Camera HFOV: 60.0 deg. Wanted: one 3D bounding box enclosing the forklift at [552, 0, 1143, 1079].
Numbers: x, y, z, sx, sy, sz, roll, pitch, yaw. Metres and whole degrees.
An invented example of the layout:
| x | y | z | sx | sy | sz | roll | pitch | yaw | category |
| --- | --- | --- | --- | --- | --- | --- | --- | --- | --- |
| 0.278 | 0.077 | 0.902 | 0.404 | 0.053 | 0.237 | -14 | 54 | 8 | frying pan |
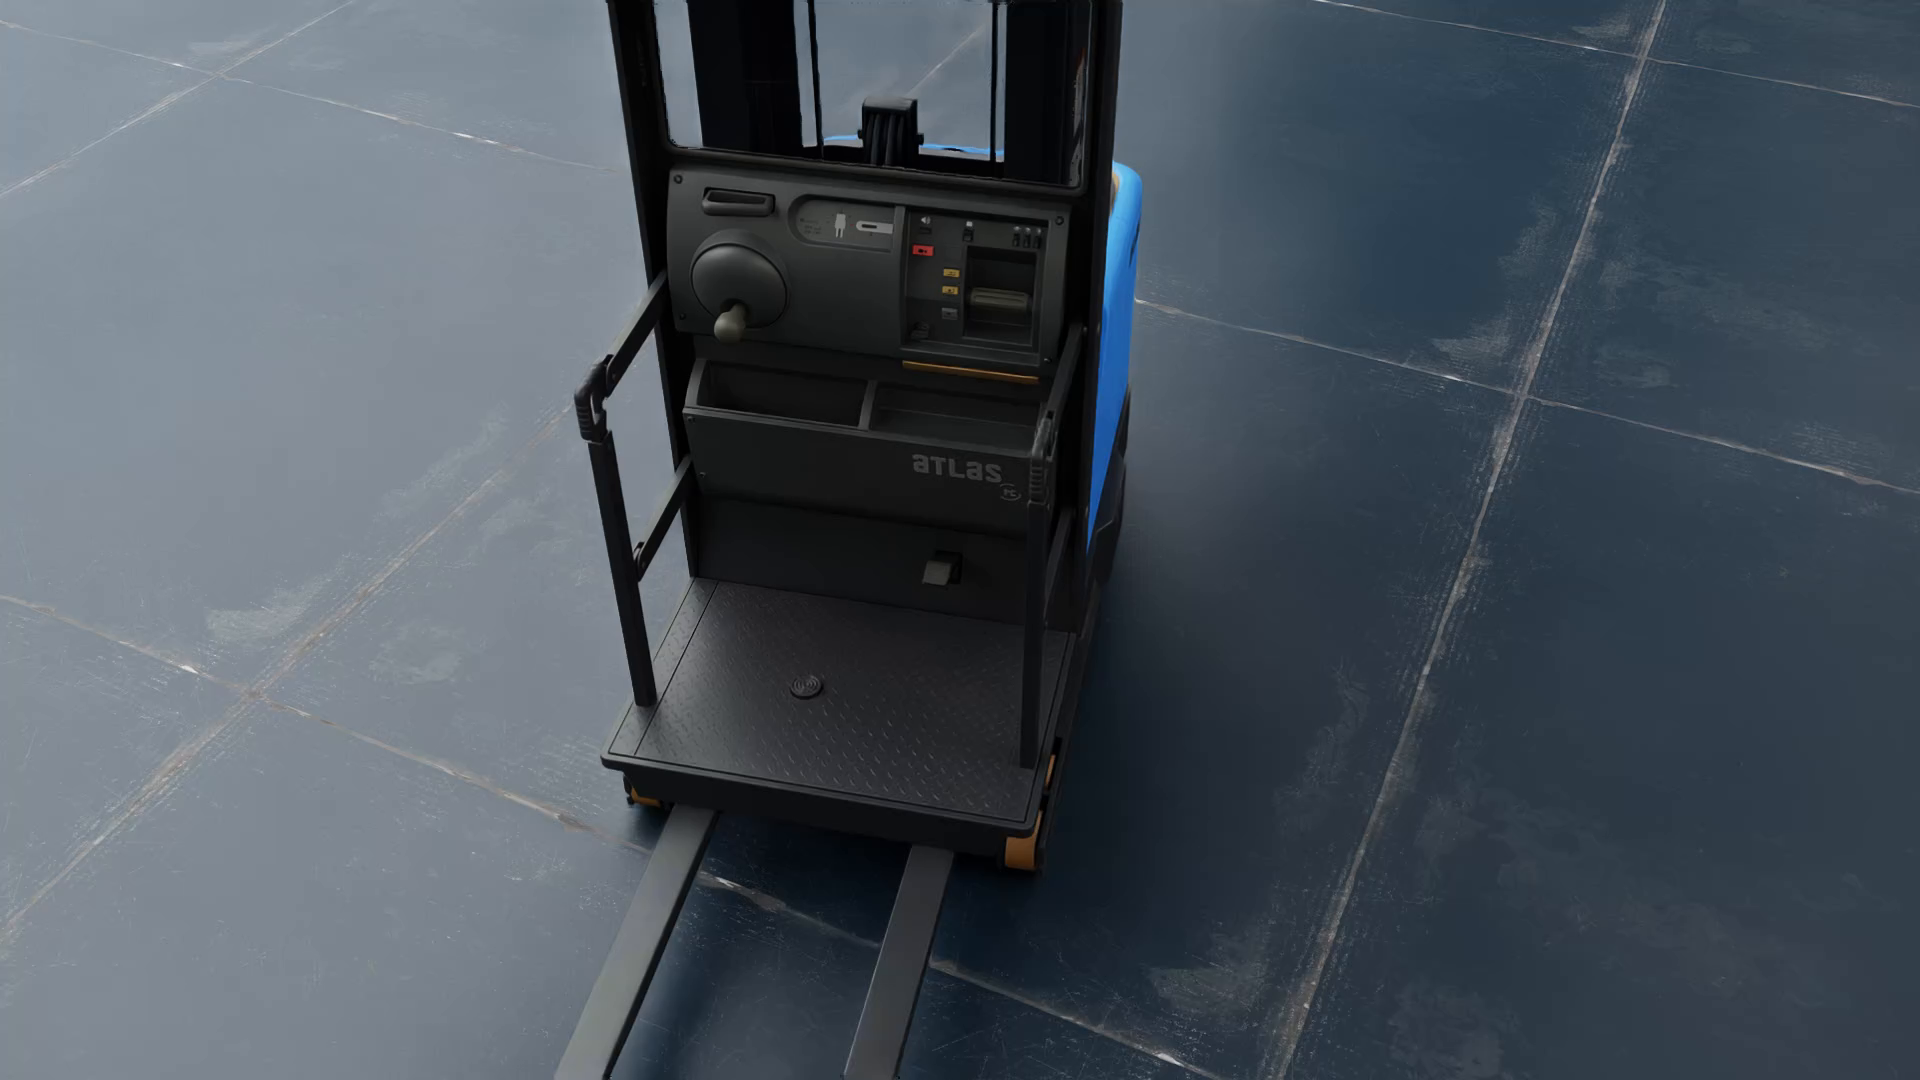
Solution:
| x | y | z | sx | sy | sz | roll | pitch | yaw | category |
| --- | --- | --- | --- | --- | --- | --- | --- | --- | --- |
| -0.261 | -0.533 | 3.627 | 1.130 | 2.935 | 3.031 | 8 | 42 | 9 | forklift |
